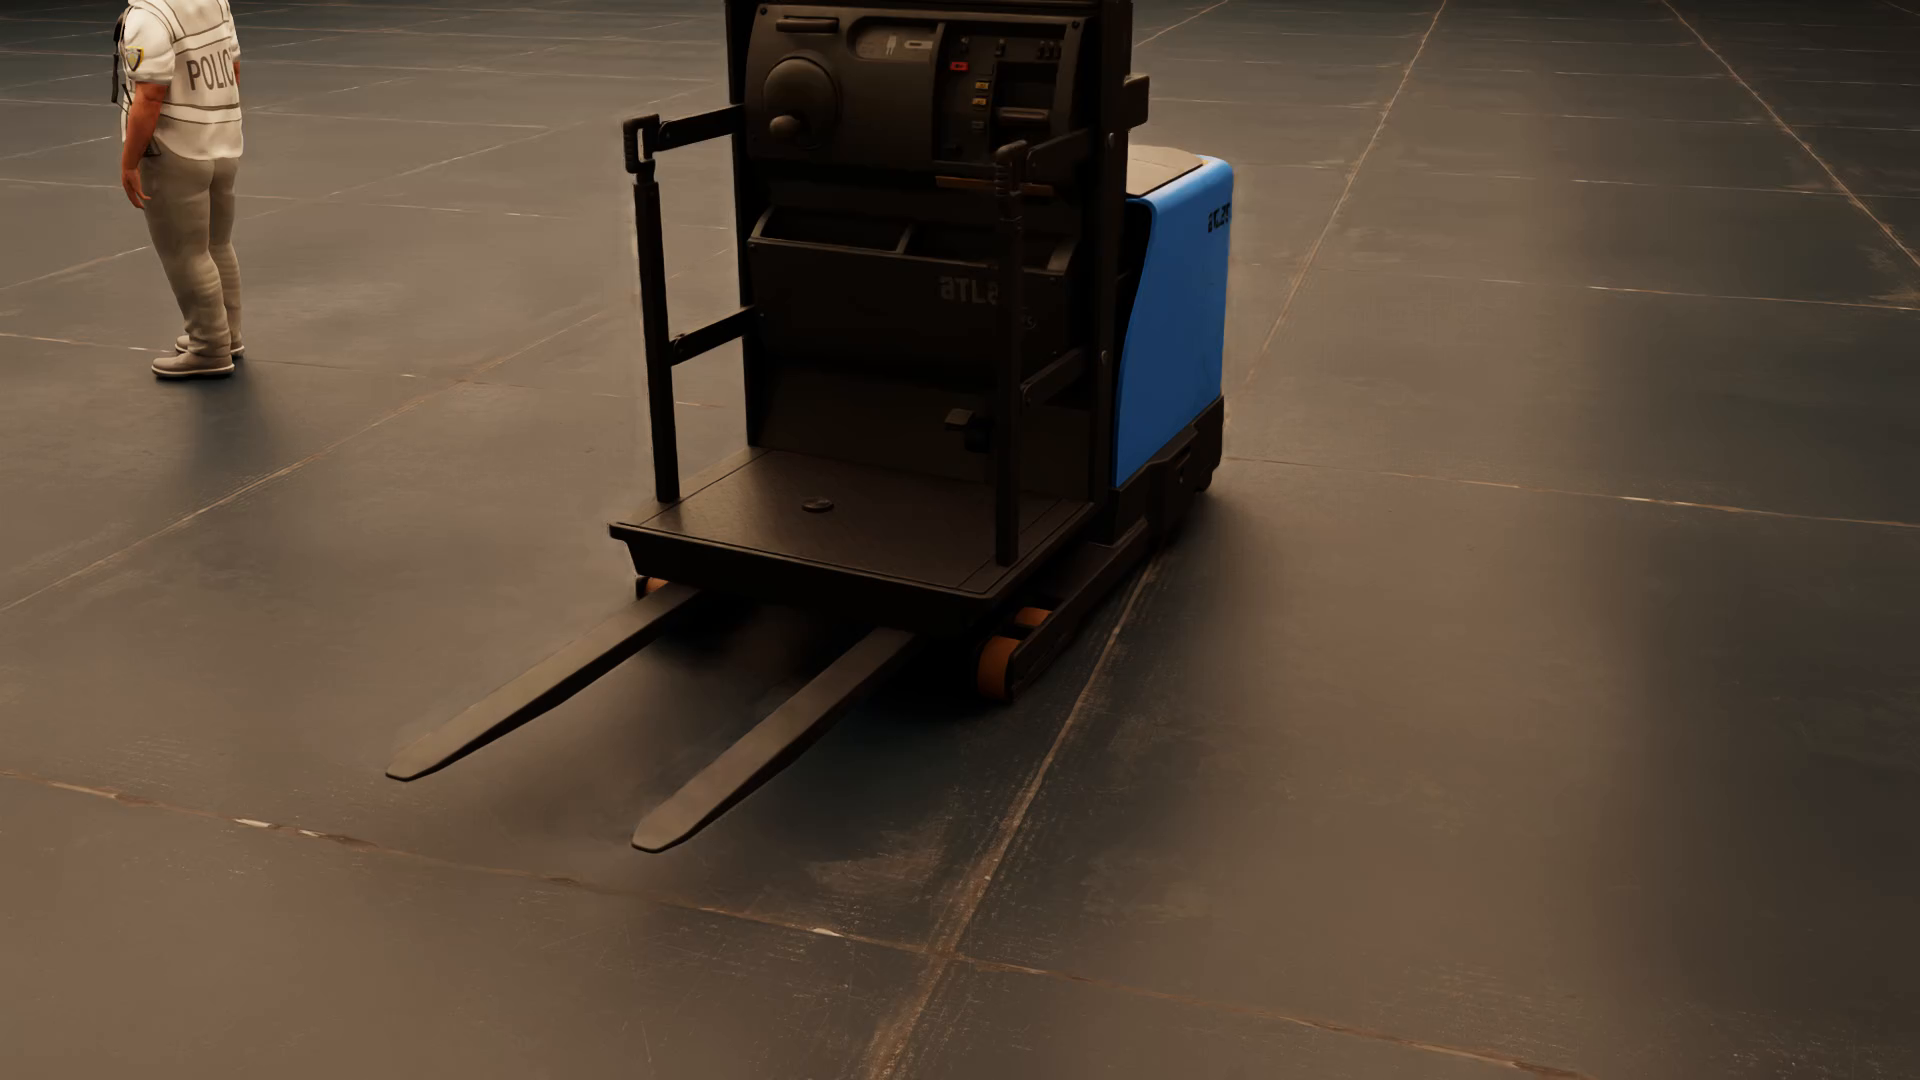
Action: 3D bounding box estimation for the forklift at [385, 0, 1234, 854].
[{"bbox_3d":[-0.219,-1.139,4.039,1.130,2.935,3.031,10,25,23],"label":"forklift"}]

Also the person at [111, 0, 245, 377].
[{"bbox_3d":[-3.073,-1.513,6.431,0.576,1.781,0.640,4,23,9],"label":"person"}]
